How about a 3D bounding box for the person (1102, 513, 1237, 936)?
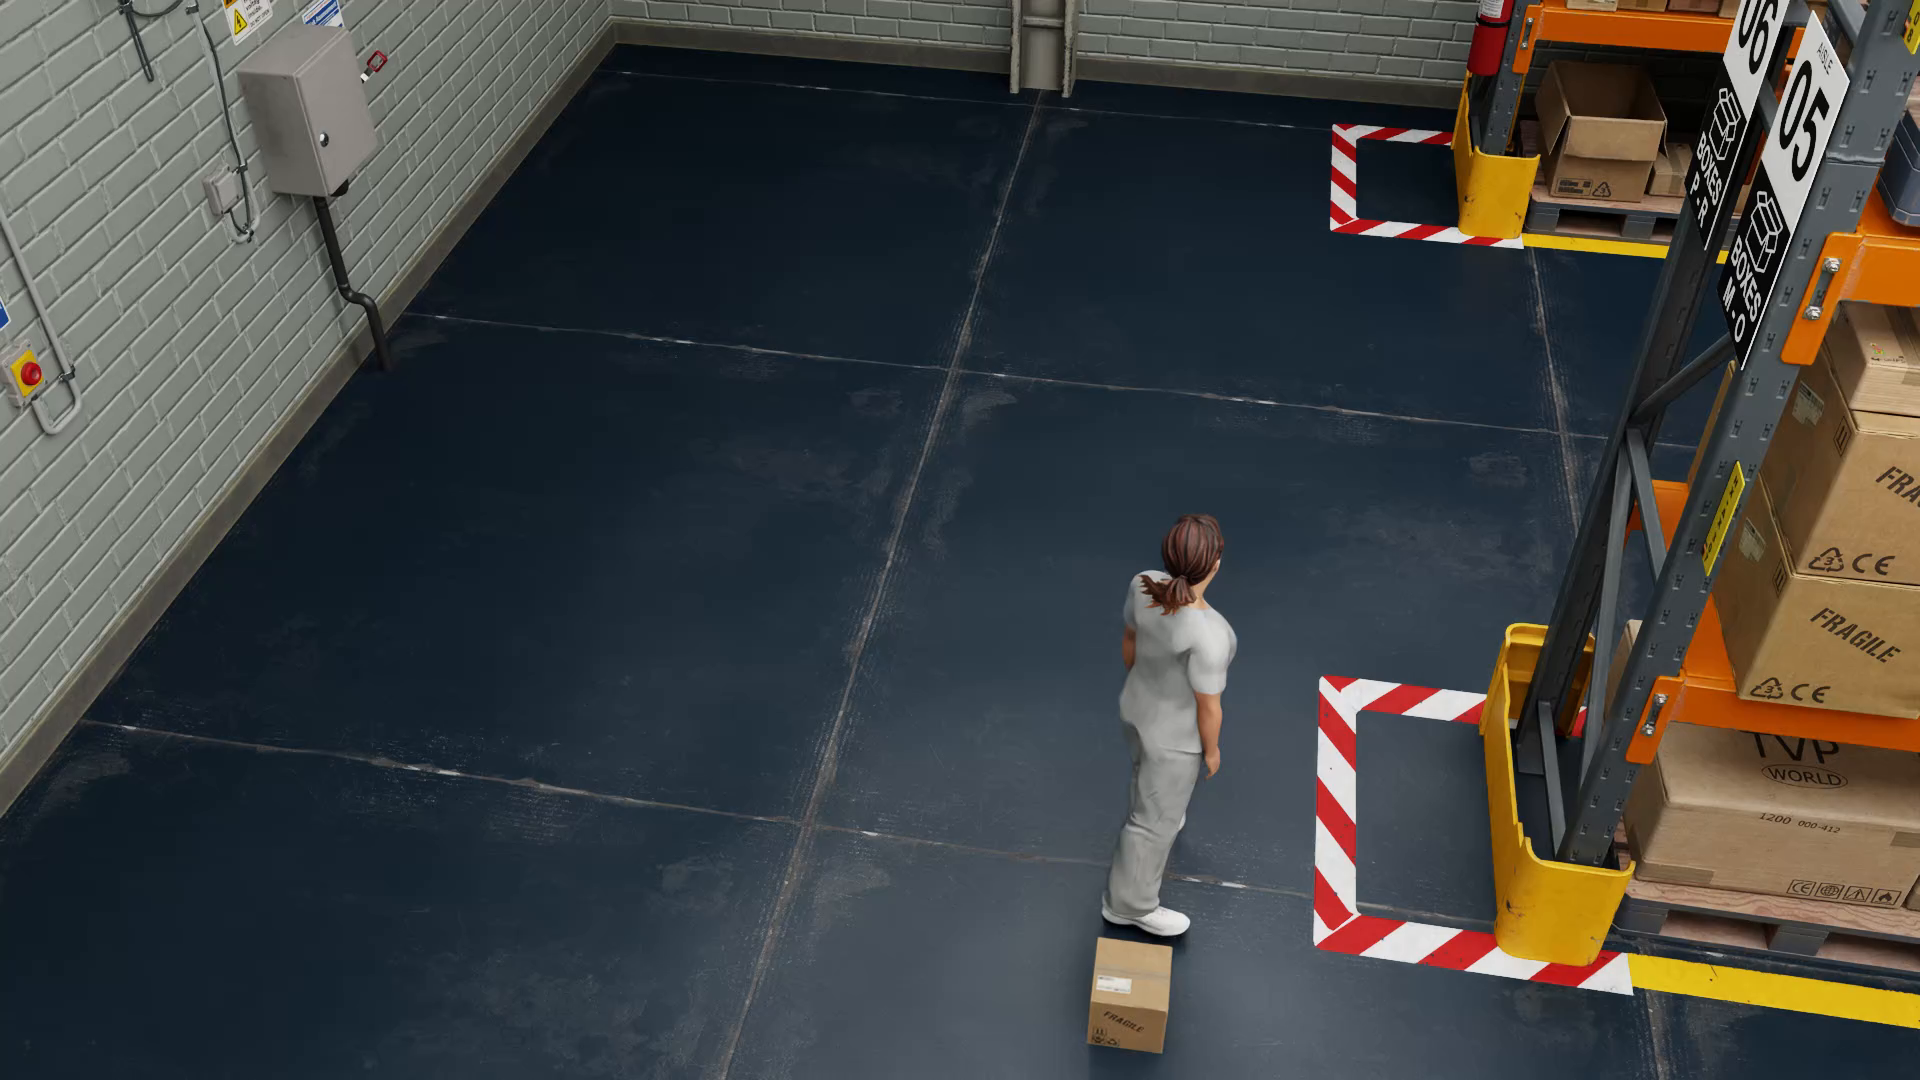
[{"bbox_3d":[0.700,0.598,5.441,0.514,1.670,0.498,-18,44,-20],"label":"person"}]
